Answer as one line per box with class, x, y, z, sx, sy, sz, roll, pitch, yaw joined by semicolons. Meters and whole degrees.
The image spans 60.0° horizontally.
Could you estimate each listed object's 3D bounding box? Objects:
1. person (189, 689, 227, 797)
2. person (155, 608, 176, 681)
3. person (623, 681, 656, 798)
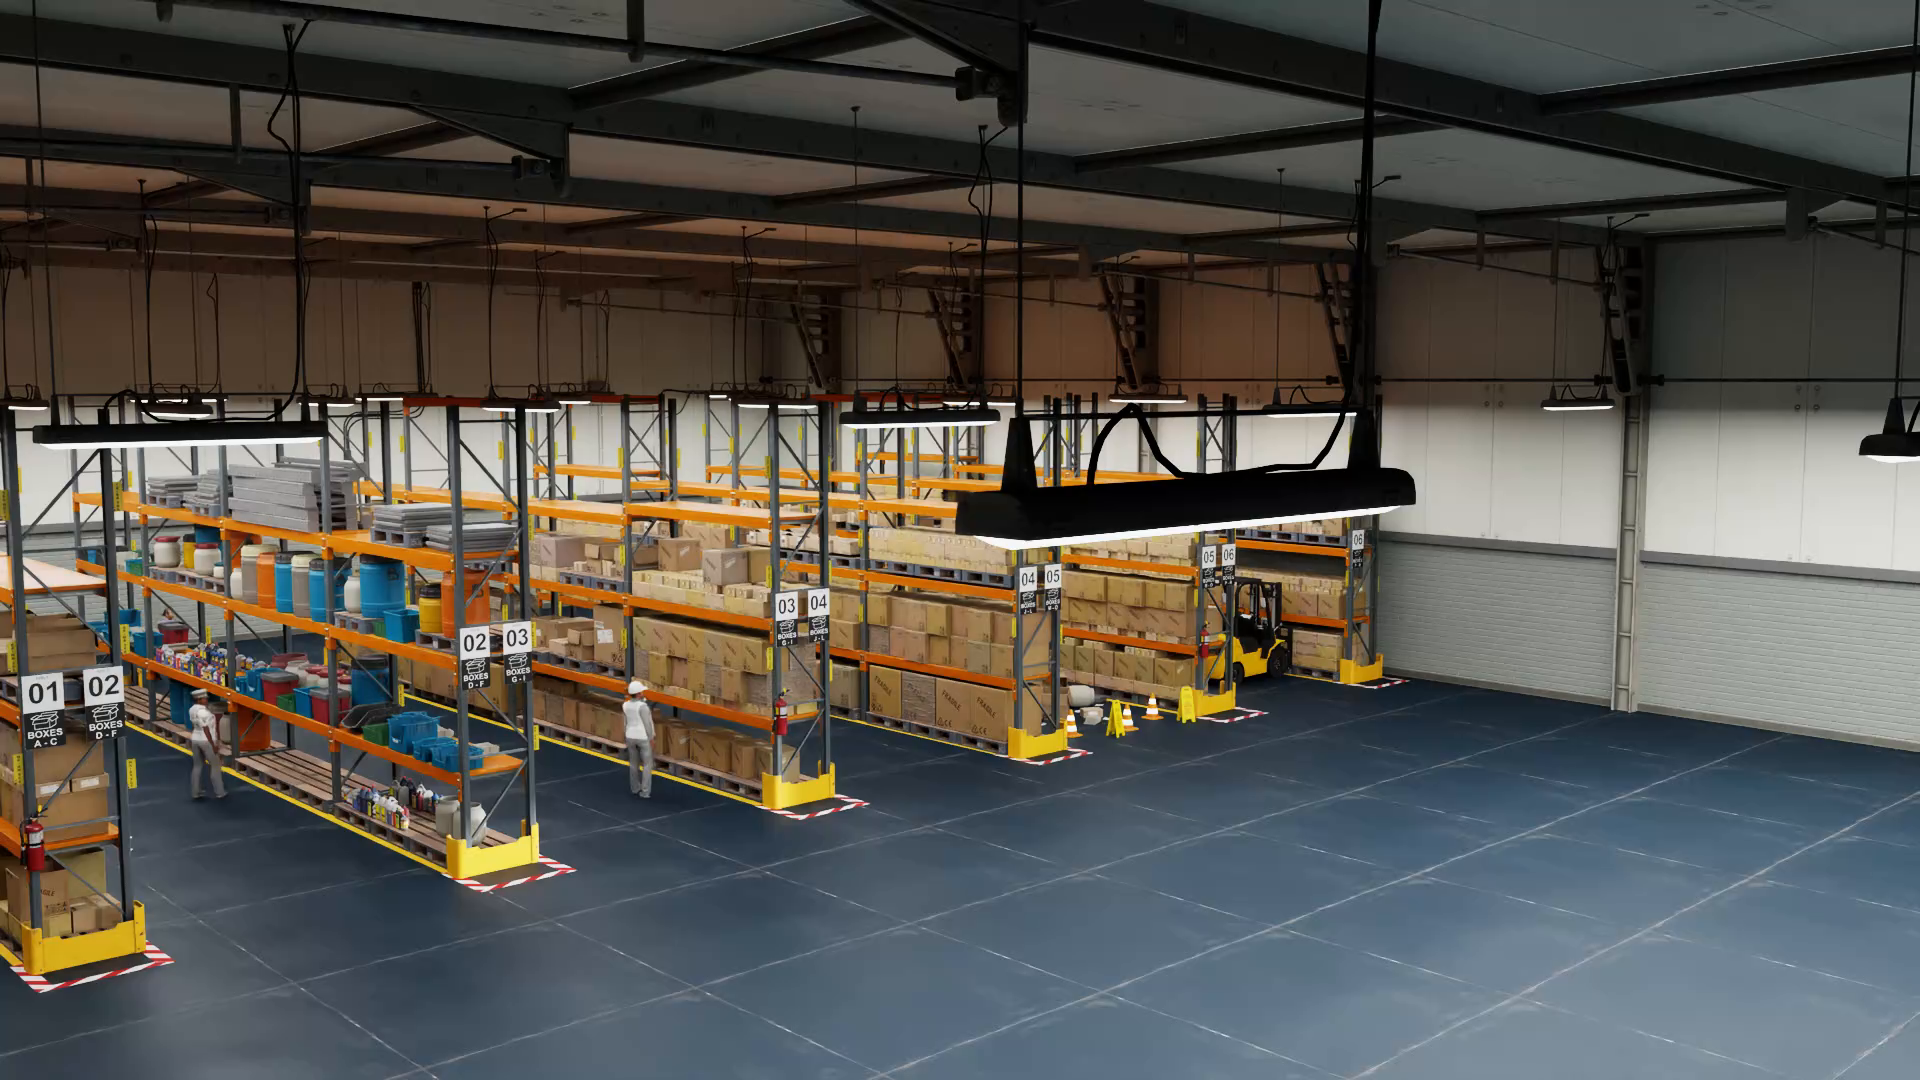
person;-11.366;3.068;25.119;0.526;1.664;0.433;3;6;28
person;-16.439;2.248;34.537;0.978;1.510;0.447;5;7;40
person;-4.856;3.012;25.366;0.549;1.773;0.564;2;6;19
